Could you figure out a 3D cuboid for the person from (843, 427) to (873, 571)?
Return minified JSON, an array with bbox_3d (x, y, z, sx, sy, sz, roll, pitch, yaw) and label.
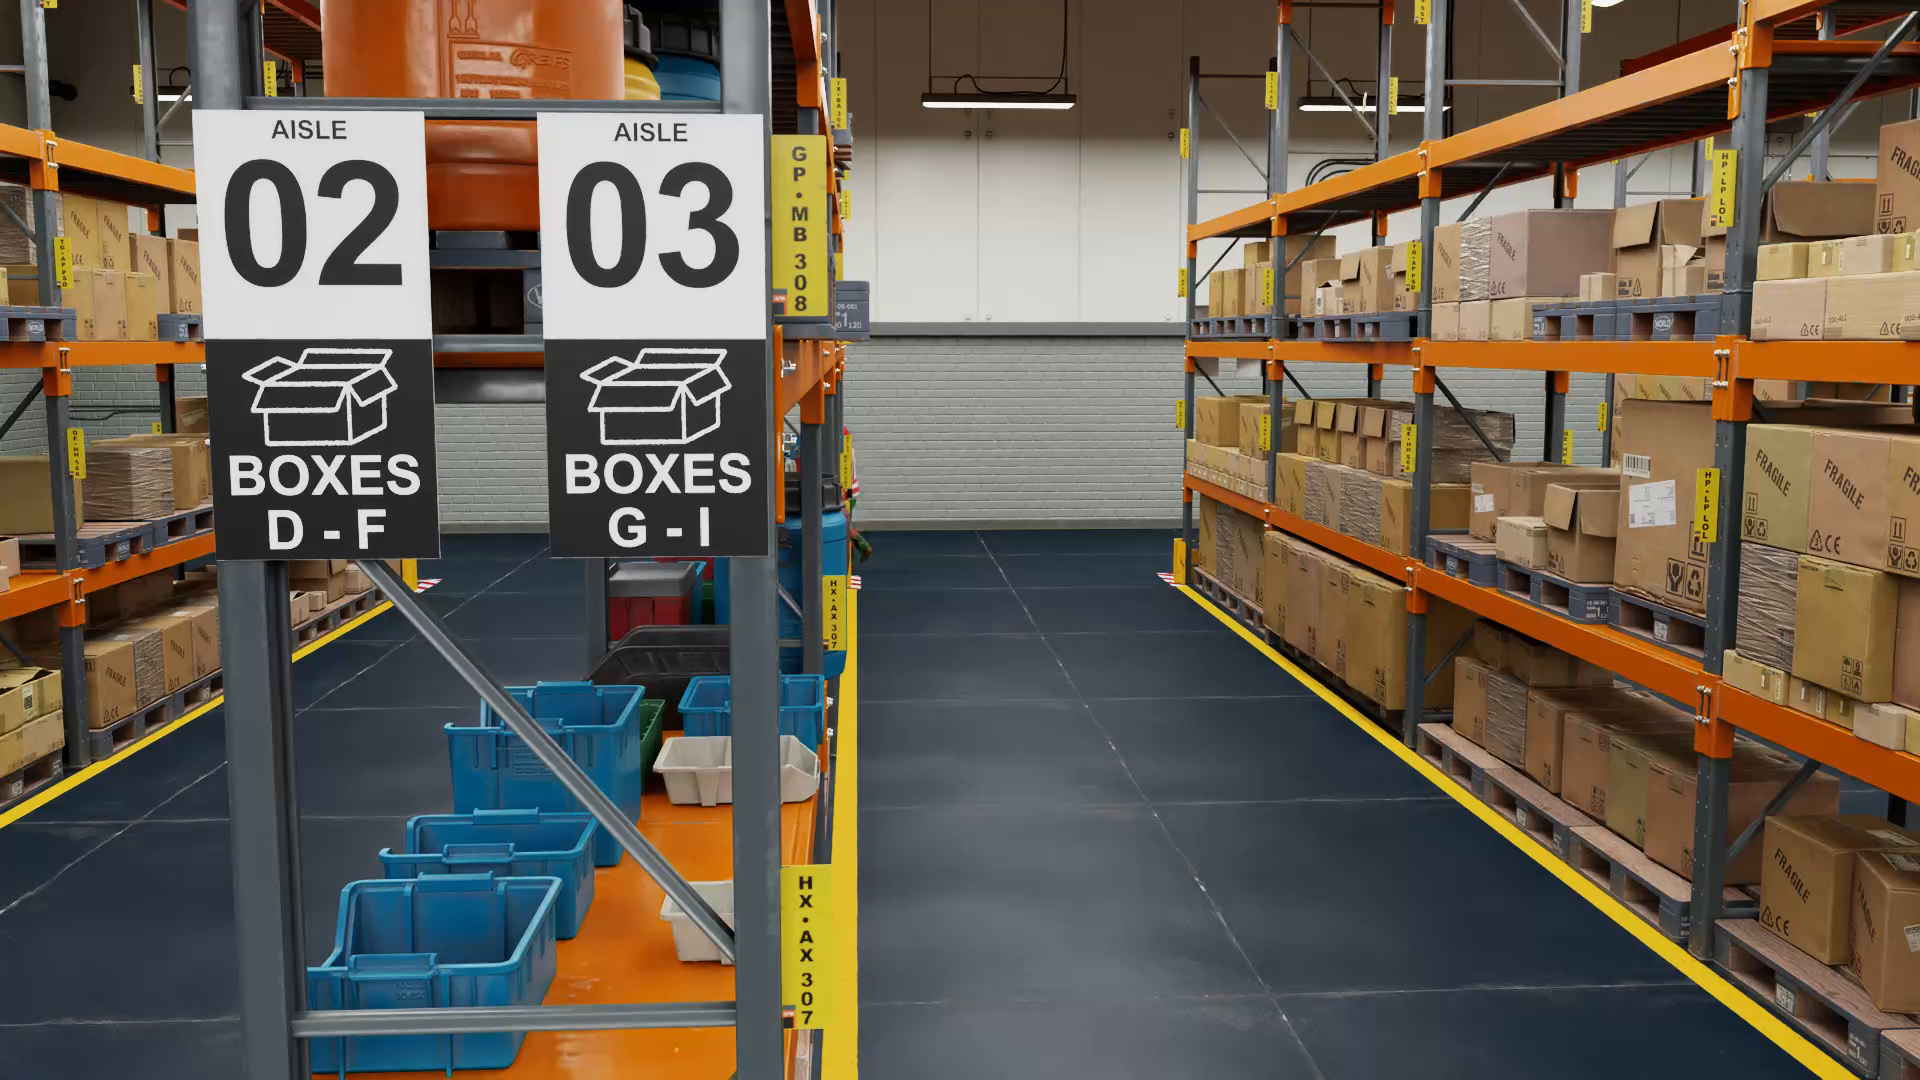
[{"bbox_3d":[-1.352,-0.513,20.297,0.555,1.781,0.589,0,7,3],"label":"person"}]
